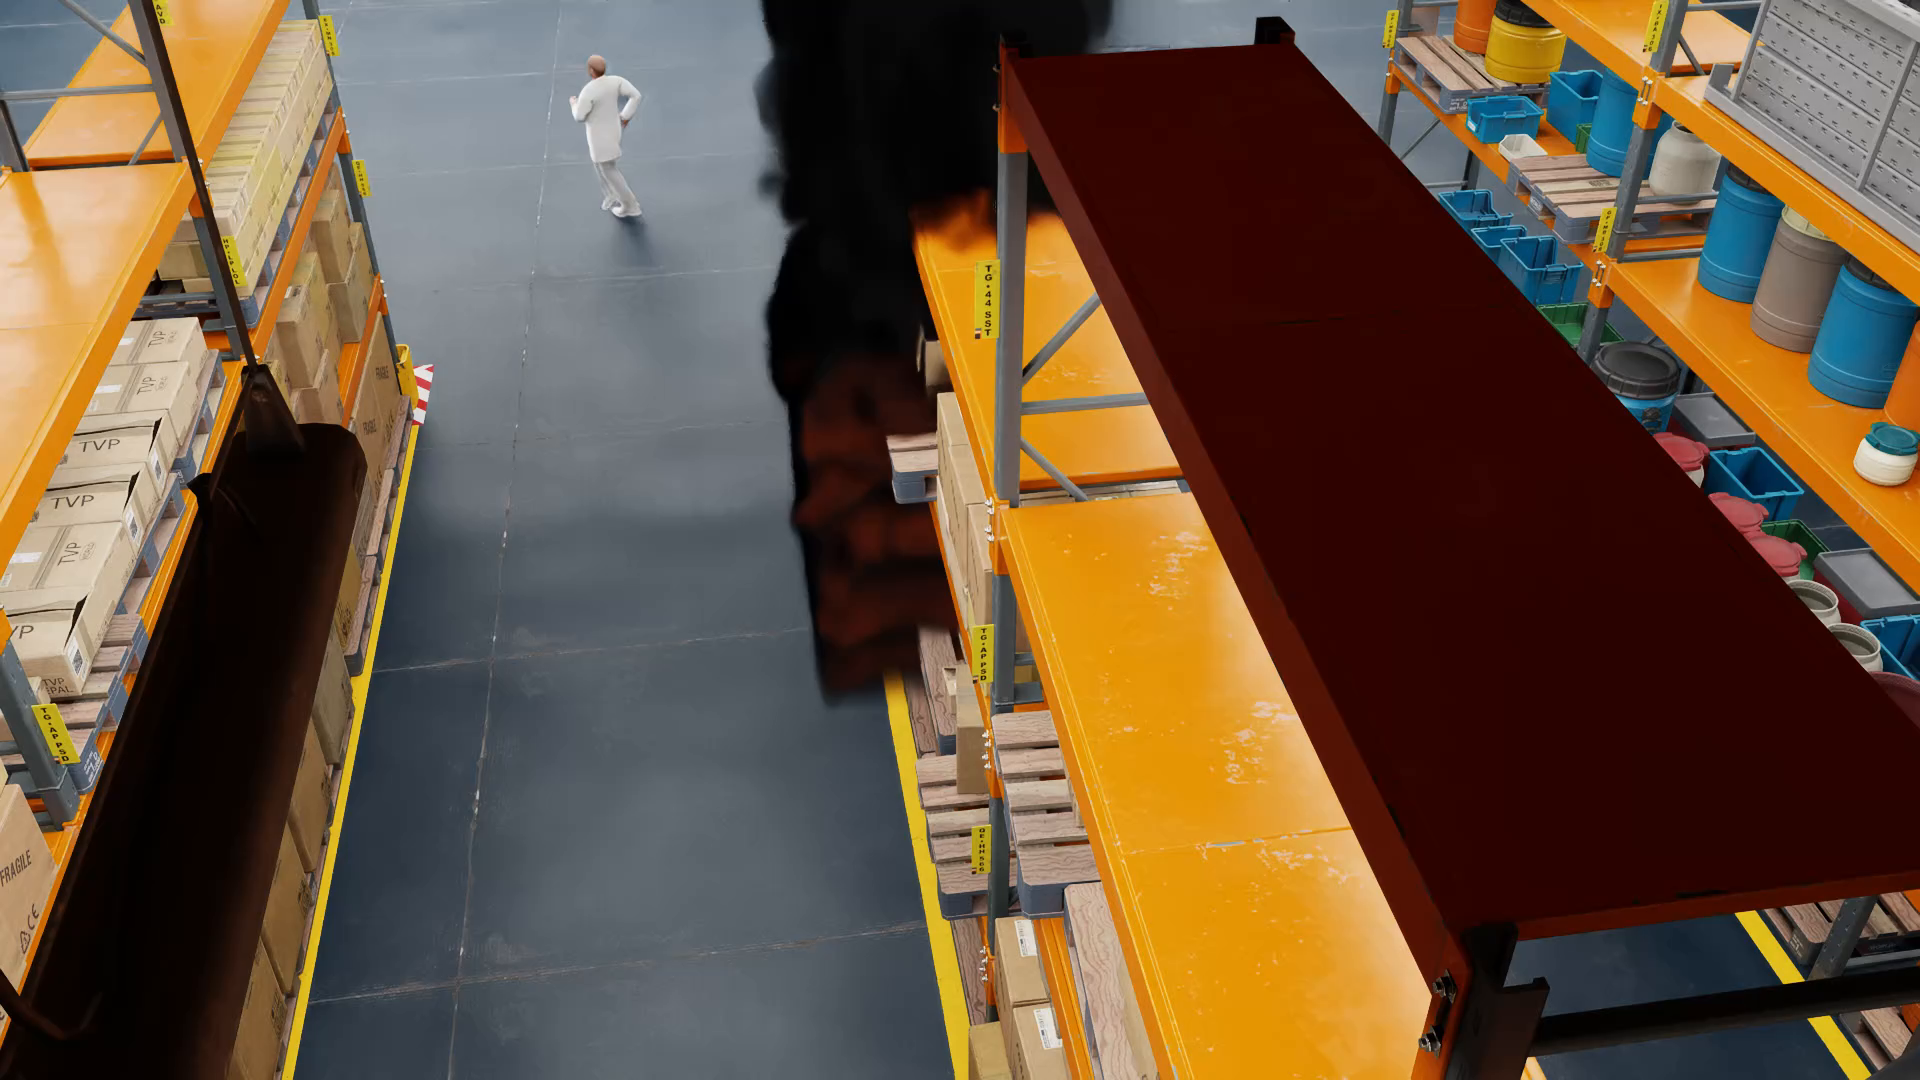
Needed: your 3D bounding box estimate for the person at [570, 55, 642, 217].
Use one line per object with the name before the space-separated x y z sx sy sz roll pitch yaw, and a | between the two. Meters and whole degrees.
person | -3.797 -4.298 17.819 0.820 1.843 0.674 17 40 22
